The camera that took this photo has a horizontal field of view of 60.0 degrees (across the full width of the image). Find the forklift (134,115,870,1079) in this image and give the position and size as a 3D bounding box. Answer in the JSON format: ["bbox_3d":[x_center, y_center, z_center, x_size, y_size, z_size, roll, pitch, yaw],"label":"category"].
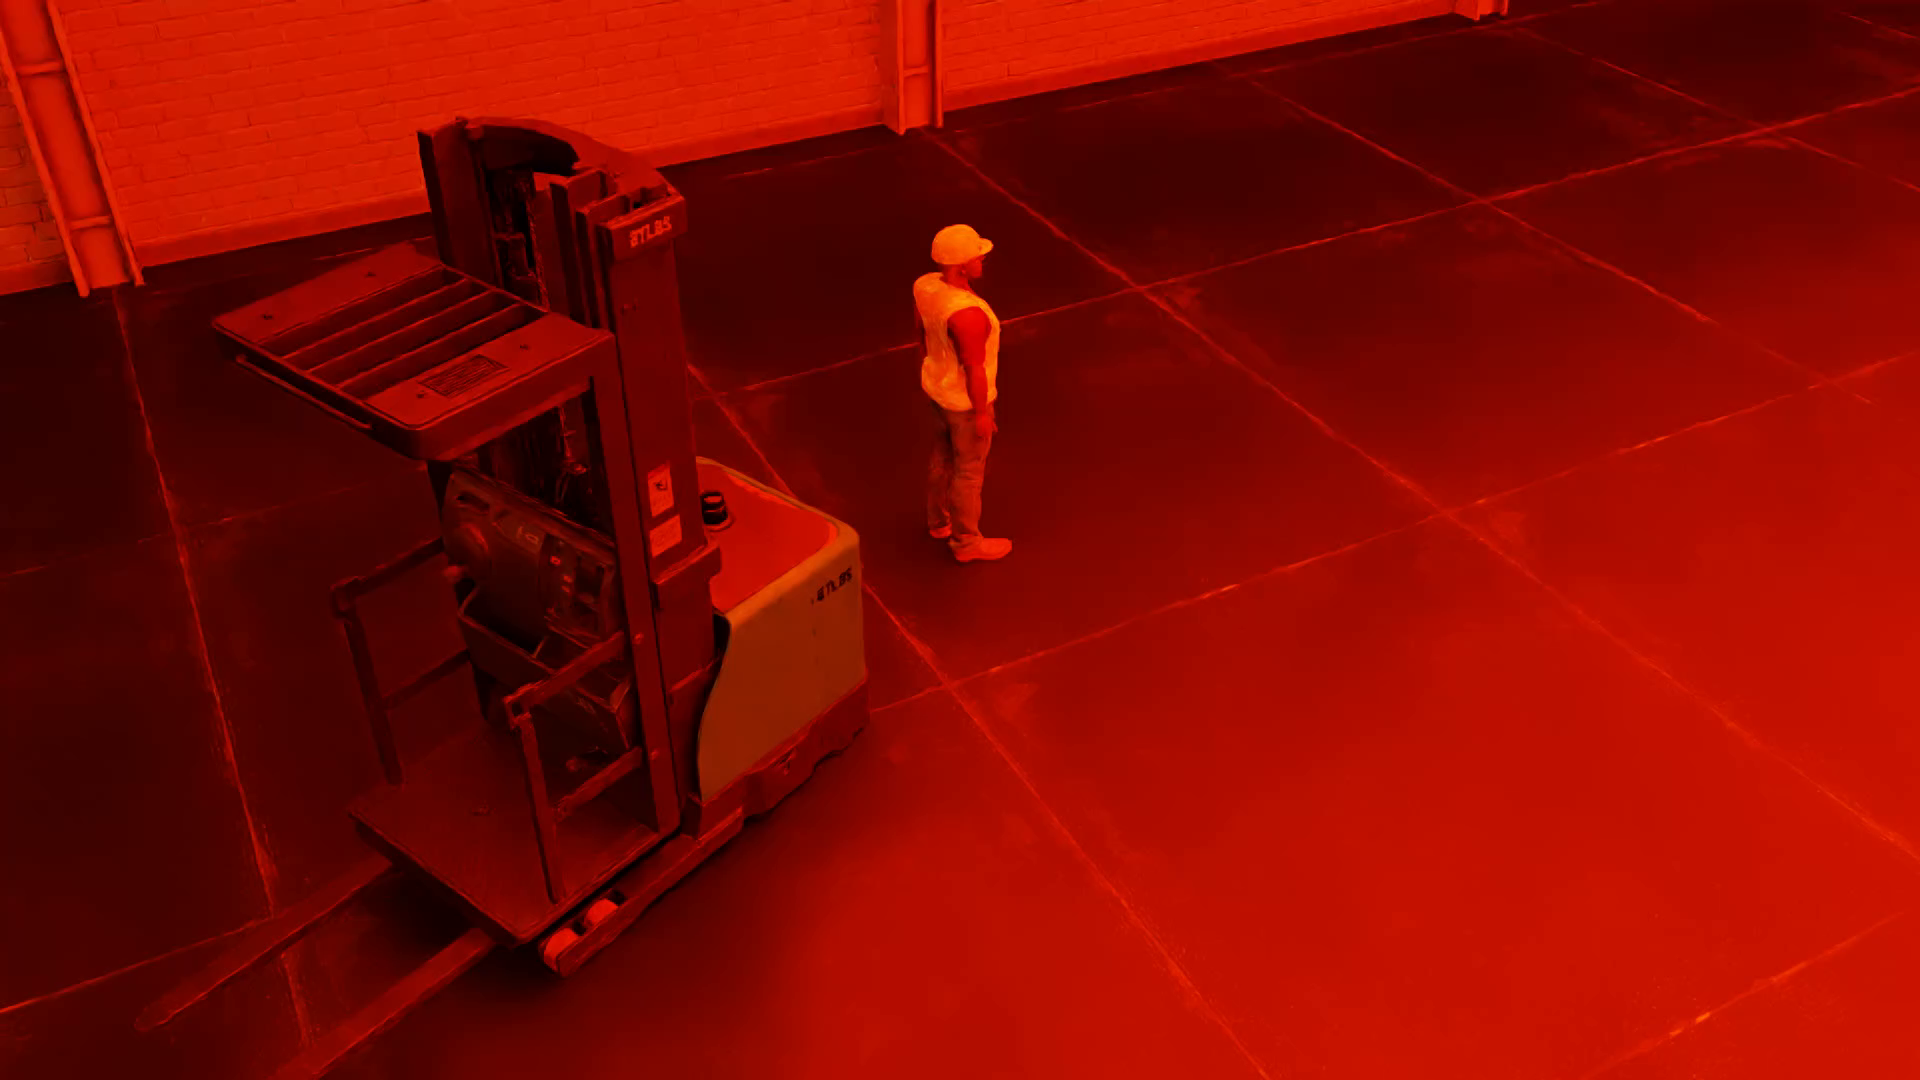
[{"bbox_3d":[-1.711,0.127,5.944,1.130,2.935,3.031,25,42,31],"label":"forklift"}]

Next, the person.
[{"bbox_3d":[0.011,-0.726,8.158,0.367,1.771,0.559,-17,39,-23],"label":"person"}]
